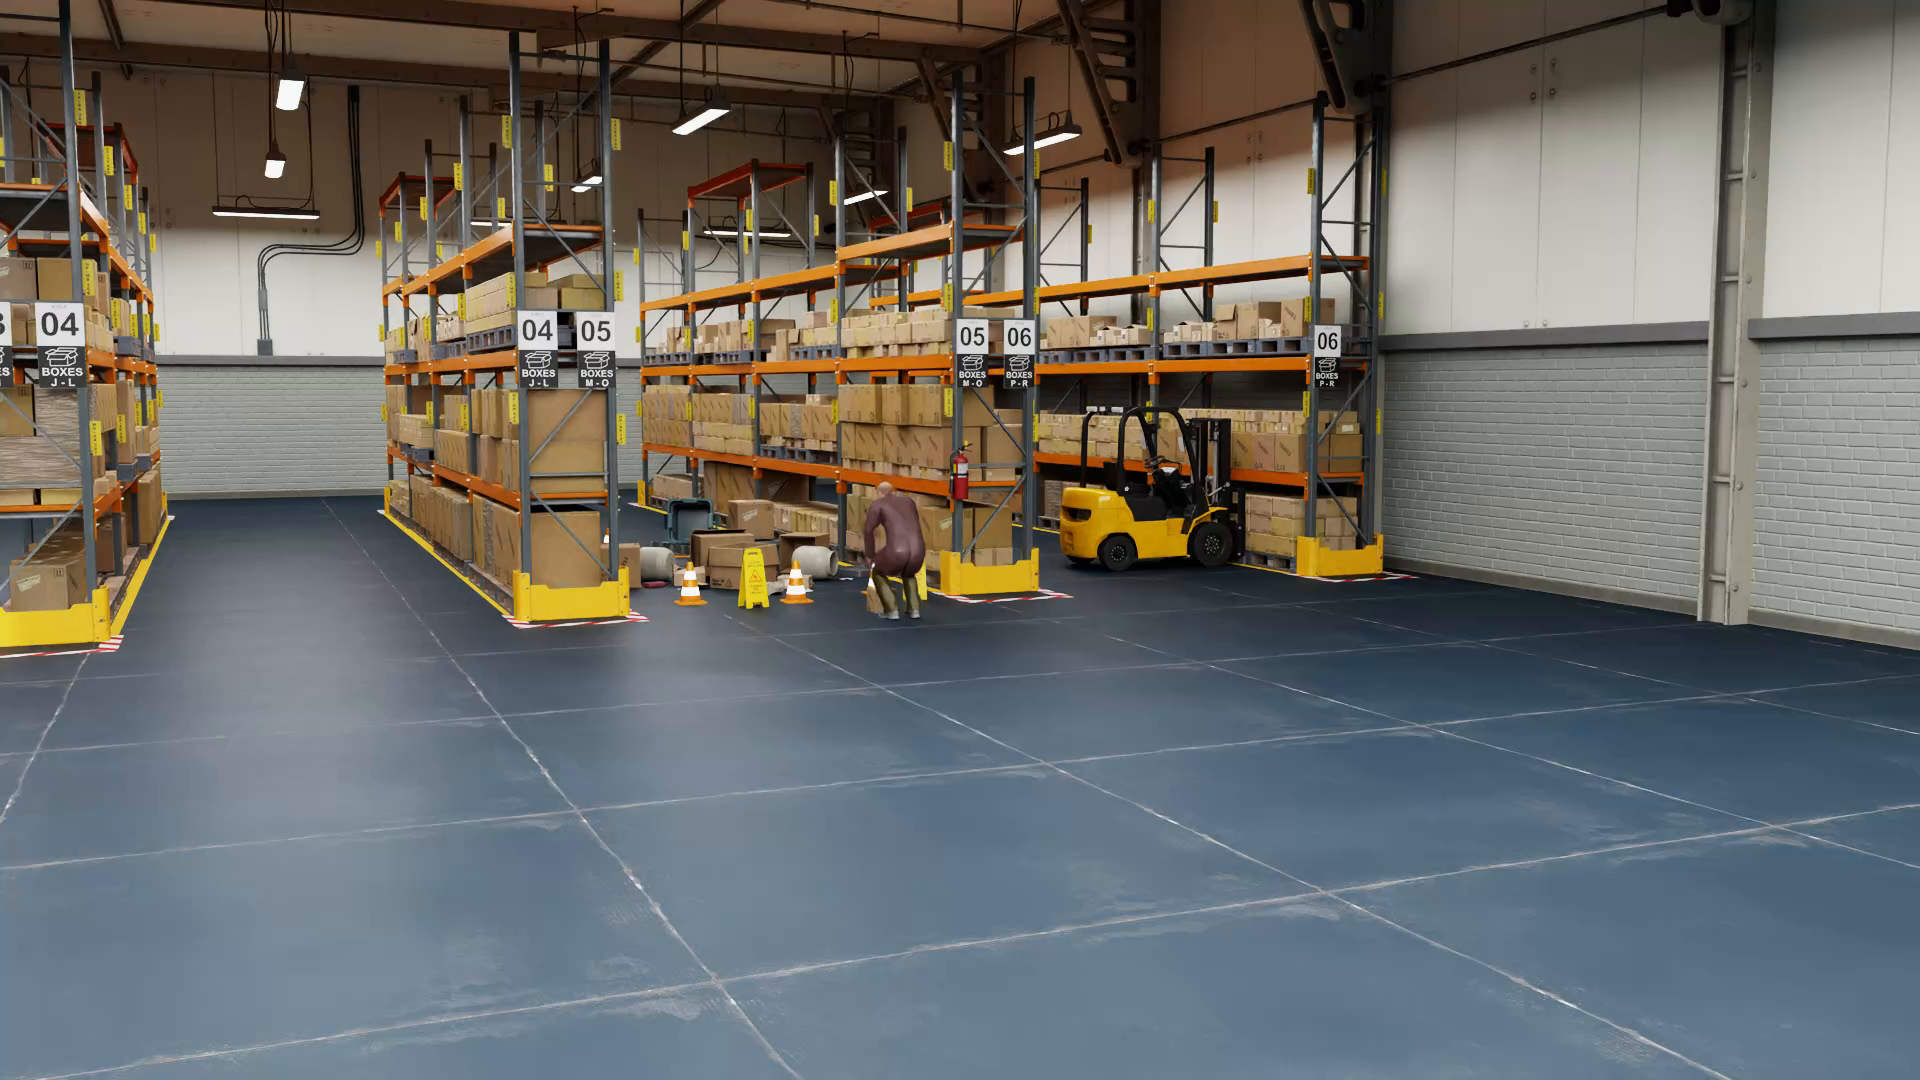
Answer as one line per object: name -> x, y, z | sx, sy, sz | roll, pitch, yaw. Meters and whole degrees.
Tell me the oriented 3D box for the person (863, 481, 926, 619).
person -> -0.682, 0.109, 17.463 | 0.631, 1.423, 0.719 | -2, 6, -24
